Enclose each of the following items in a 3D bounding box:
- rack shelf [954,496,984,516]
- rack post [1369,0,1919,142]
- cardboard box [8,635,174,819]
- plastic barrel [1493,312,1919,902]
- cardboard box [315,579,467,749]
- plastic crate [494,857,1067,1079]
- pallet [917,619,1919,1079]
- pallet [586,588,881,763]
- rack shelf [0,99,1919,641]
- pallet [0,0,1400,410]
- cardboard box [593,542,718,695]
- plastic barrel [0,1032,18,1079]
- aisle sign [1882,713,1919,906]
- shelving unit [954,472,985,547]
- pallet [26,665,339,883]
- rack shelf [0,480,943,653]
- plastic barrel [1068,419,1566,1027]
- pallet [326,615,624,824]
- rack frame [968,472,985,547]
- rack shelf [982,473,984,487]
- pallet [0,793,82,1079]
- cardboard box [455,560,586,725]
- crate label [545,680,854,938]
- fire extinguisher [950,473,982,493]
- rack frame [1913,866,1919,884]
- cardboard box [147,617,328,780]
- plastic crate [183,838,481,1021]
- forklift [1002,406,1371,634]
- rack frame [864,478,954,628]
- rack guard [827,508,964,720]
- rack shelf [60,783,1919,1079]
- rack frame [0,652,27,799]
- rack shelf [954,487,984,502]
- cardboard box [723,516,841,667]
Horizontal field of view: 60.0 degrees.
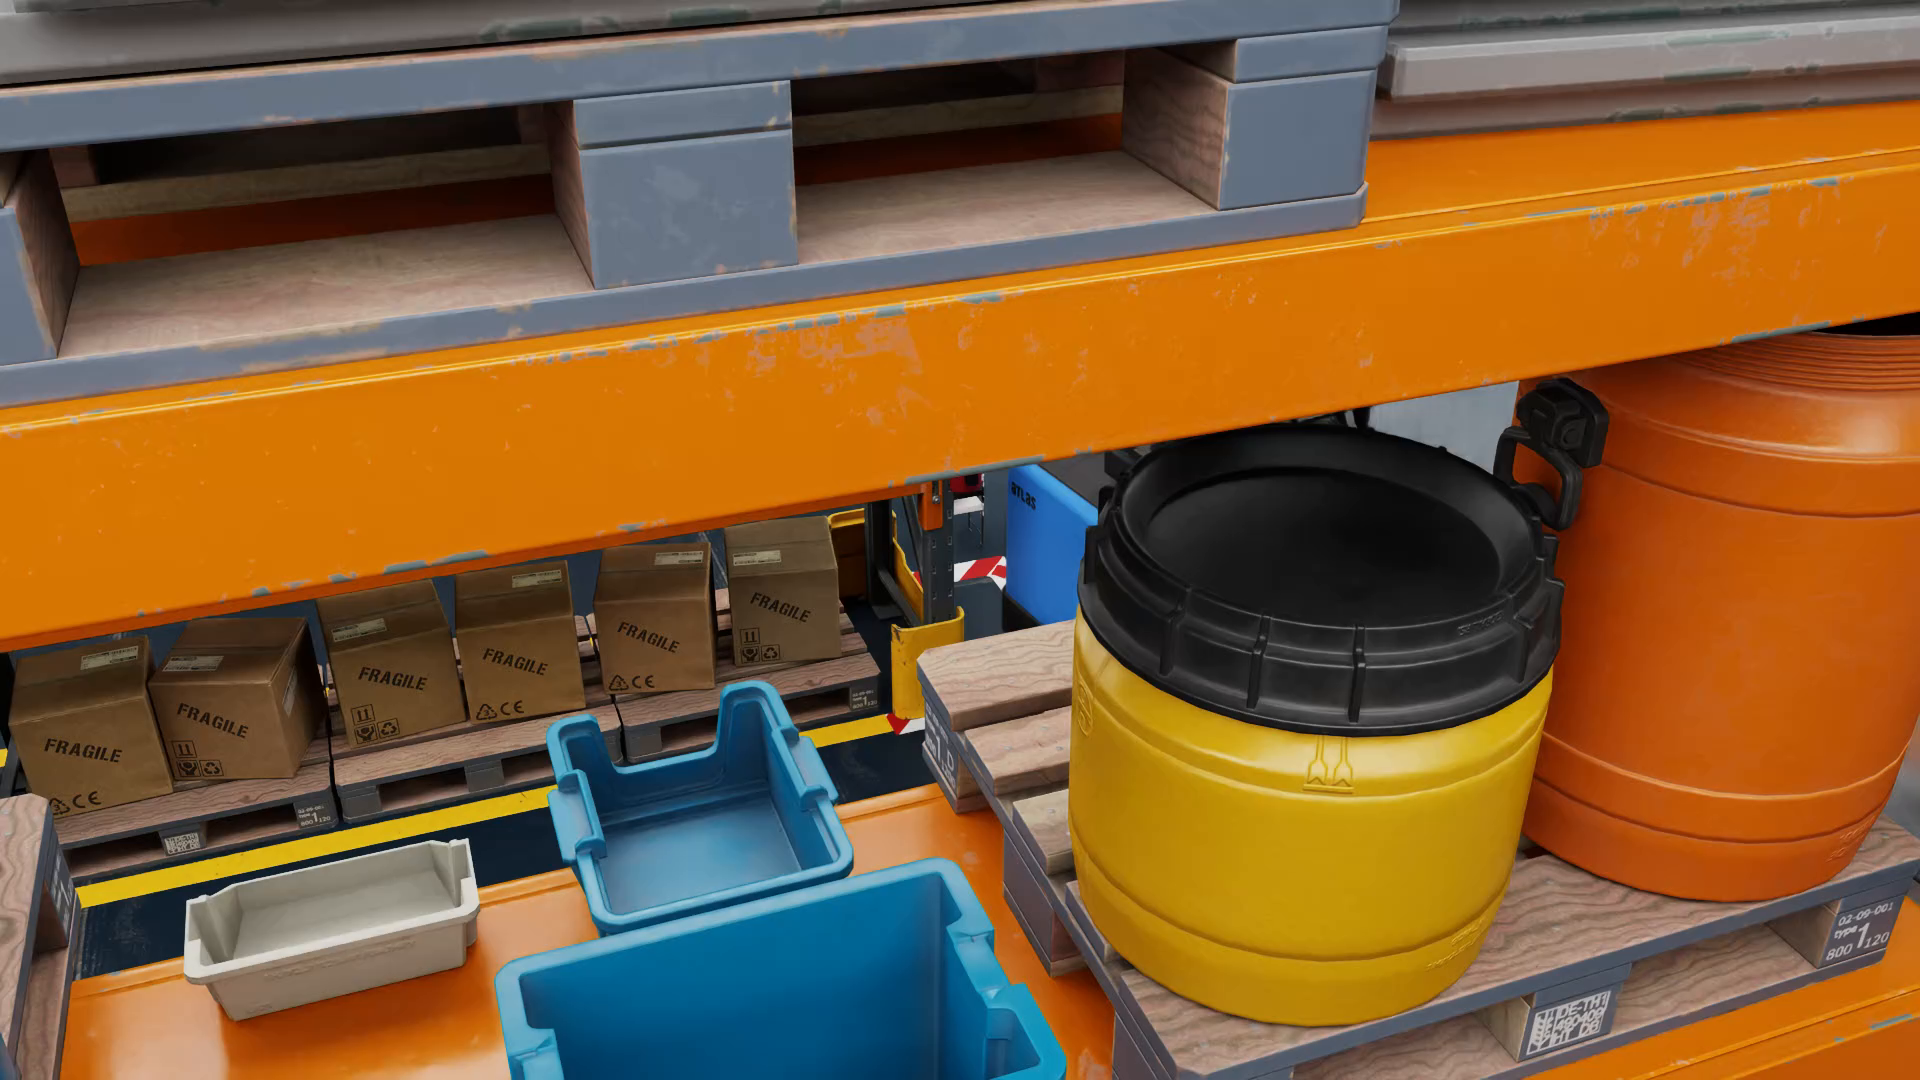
[{"bbox_3d":[-0.008,-0.204,9.130,0.200,0.077,0.258,-10,31,-18],"label":"rack shelf"},{"bbox_3d":[0.718,-0.785,2.043,0.954,0.300,0.937,-7,30,-12],"label":"rack post"},{"bbox_3d":[-3.616,0.778,6.955,0.500,0.500,0.500,-11,32,-19],"label":"cardboard box"},{"bbox_3d":[1.060,0.003,2.326,0.708,0.830,0.600,-10,31,-18],"label":"plastic barrel"},{"bbox_3d":[-2.528,0.532,7.386,0.500,0.500,0.500,-13,32,-22],"label":"cardboard box"},{"bbox_3d":[-0.211,0.705,1.968,0.575,0.384,0.392,-10,31,-18],"label":"plastic crate"},{"bbox_3d":[0.662,0.409,2.663,1.213,0.211,1.003,-10,31,-18],"label":"pallet"},{"bbox_3d":[-1.101,0.583,8.013,1.213,0.211,1.003,-10,31,-18],"label":"pallet"},{"bbox_3d":[-0.403,-0.242,1.716,4.000,0.370,1.077,-10,31,-18],"label":"rack shelf"},{"bbox_3d":[-0.370,-0.495,1.624,1.213,0.211,1.003,-10,31,-18],"label":"pallet"},{"bbox_3d":[-1.395,0.358,7.693,0.500,0.500,0.500,-3,30,-5],"label":"cardboard box"},{"bbox_3d":[-1.308,0.397,1.561,0.708,0.901,0.600,-10,31,-18],"label":"plastic barrel"},{"bbox_3d":[1.642,0.529,2.666,0.004,0.787,0.394,-10,31,-18],"label":"aisle sign"},{"bbox_3d":[-0.008,-0.390,9.025,0.210,0.900,0.258,-10,31,-18],"label":"shelving unit"},{"bbox_3d":[-3.388,1.004,7.274,1.213,0.211,1.003,-10,31,-18],"label":"pallet"},{"bbox_3d":[-2.131,-0.107,7.135,4.000,0.370,1.077,-10,31,-18],"label":"rack shelf"},{"bbox_3d":[0.447,0.221,2.188,0.600,0.588,0.600,0,30,0],"label":"plastic barrel"},{"bbox_3d":[-2.243,0.792,7.647,1.213,0.211,1.003,-10,31,-18],"label":"pallet"},{"bbox_3d":[0.088,-0.407,9.056,0.006,0.900,0.240,-10,31,-18],"label":"rack frame"},{"bbox_3d":[-0.008,-0.361,9.041,0.200,0.077,0.258,-10,31,-18],"label":"rack shelf"},{"bbox_3d":[-1.636,0.832,1.920,1.003,0.211,1.213,-10,31,-18],"label":"pallet"},{"bbox_3d":[-1.989,0.457,7.519,0.500,0.500,0.500,-8,31,-13],"label":"cardboard box"},{"bbox_3d":[-0.398,0.464,2.526,0.408,0.251,0.502,-10,31,-18],"label":"crate label"},{"bbox_3d":[0.012,-0.538,7.242,0.183,0.674,0.296,-10,31,-18],"label":"fire extinguisher"},{"bbox_3d":[1.471,1.533,3.530,0.127,3.000,1.000,-10,31,-18],"label":"rack frame"},{"bbox_3d":[-3.082,0.676,7.134,0.500,0.500,0.500,-1,30,-2],"label":"cardboard box"},{"bbox_3d":[-0.915,0.570,2.456,0.396,0.136,0.243,-10,31,-18],"label":"plastic crate"},{"bbox_3d":[1.386,-0.259,6.744,1.130,2.935,3.031,-16,33,-26],"label":"forklift"},{"bbox_3d":[-0.256,-0.765,7.563,0.127,3.000,1.000,-10,31,-18],"label":"rack frame"},{"bbox_3d":[-0.327,0.334,8.159,0.348,0.500,1.175,-10,31,-18],"label":"rack guard"},{"bbox_3d":[-0.403,0.887,2.359,4.000,0.370,1.077,-10,31,-18],"label":"rack shelf"},{"bbox_3d":[-4.005,-0.075,6.351,0.127,3.000,1.000,-10,31,-18],"label":"rack frame"},{"bbox_3d":[-0.008,-0.282,9.086,0.200,0.077,0.258,-10,31,-18],"label":"rack shelf"},{"bbox_3d":[-0.847,0.238,7.902,0.500,0.500,0.500,-5,30,-8],"label":"cardboard box"}]
